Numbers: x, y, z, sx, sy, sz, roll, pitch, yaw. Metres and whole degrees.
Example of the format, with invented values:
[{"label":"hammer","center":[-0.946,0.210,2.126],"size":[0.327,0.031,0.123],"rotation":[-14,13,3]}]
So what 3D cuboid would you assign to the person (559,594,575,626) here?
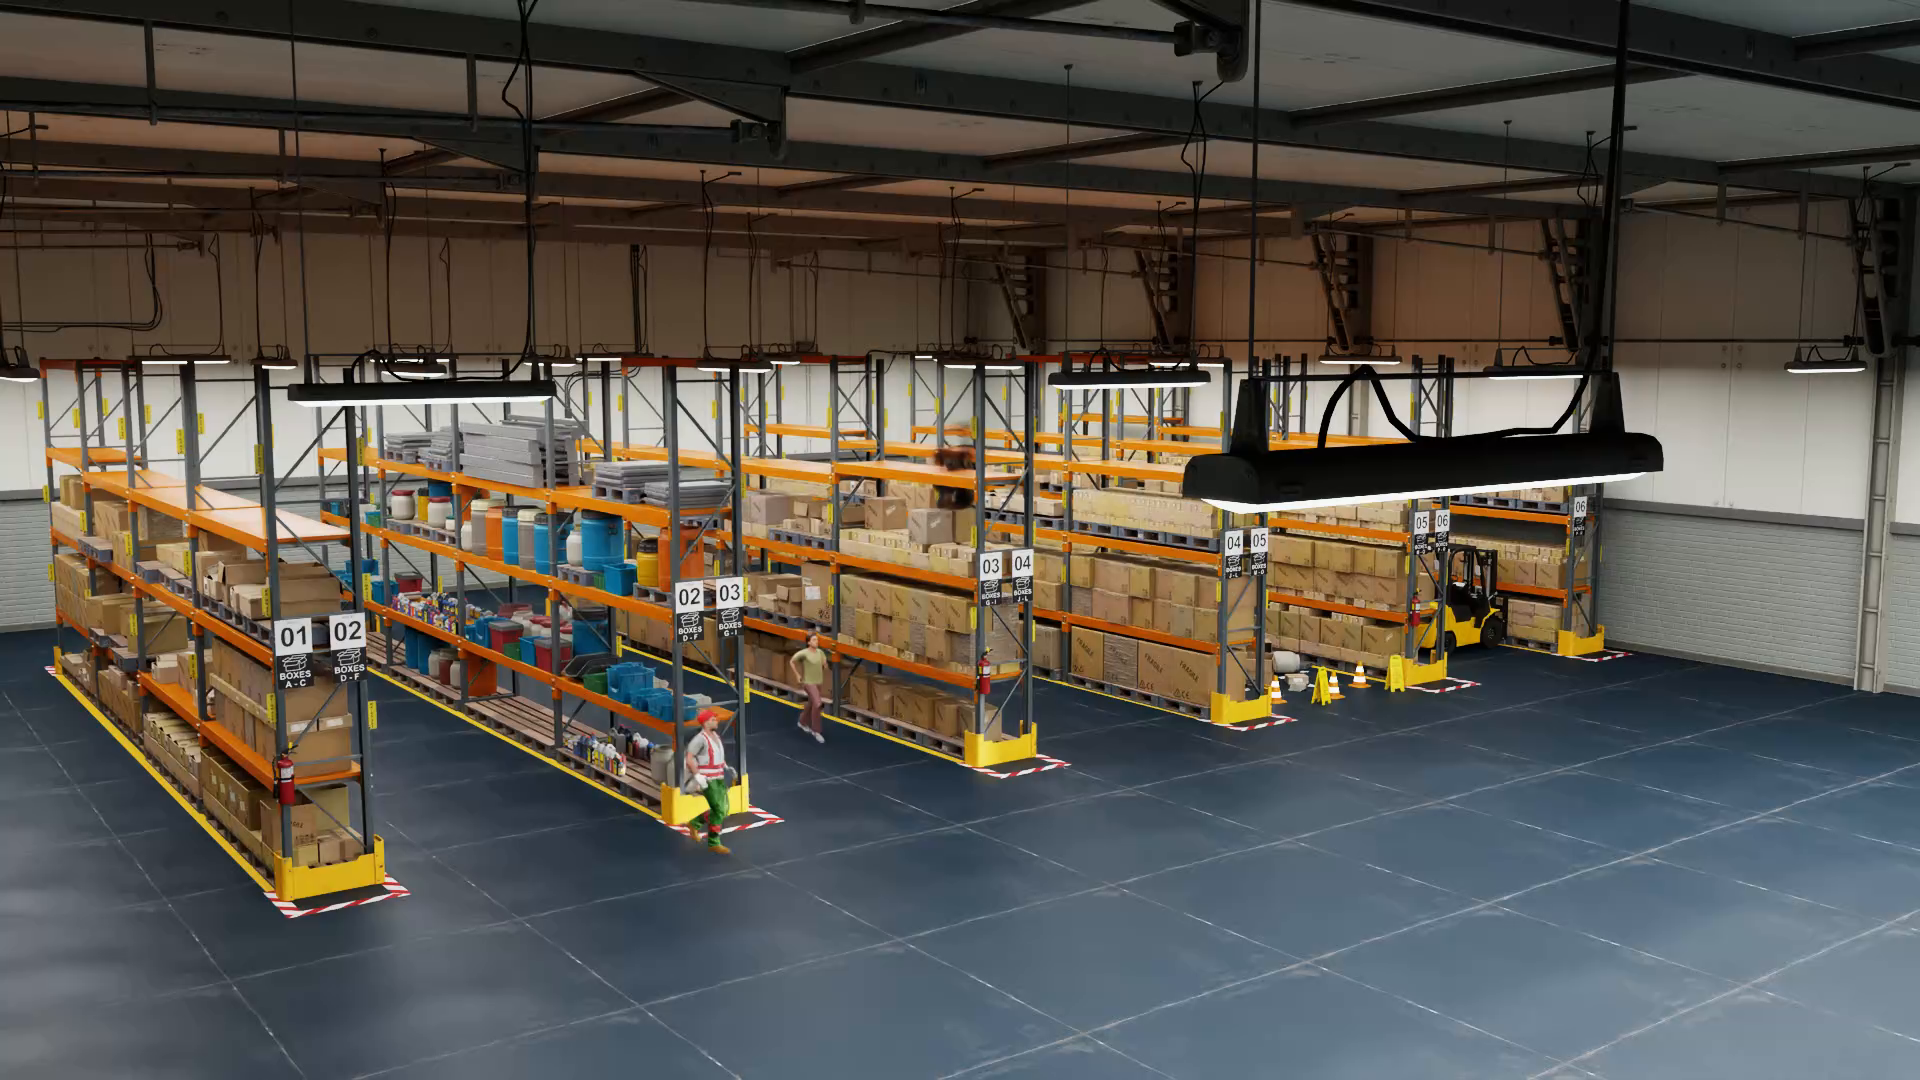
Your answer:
[{"label":"person","center":[-7.394,1.780,31.427],"size":[0.560,1.554,0.745],"rotation":[-5,8,-36]}]

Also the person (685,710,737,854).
[{"label":"person","center":[-3.113,2.996,20.741],"size":[0.639,1.745,0.718],"rotation":[2,7,20]}]

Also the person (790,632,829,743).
[{"label":"person","center":[-2.368,2.322,26.501],"size":[0.756,1.726,0.549],"rotation":[6,9,41]}]

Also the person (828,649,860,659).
[{"label":"person","center":[-2.329,1.496,33.074],"size":[0.892,1.678,0.620],"rotation":[6,9,43]}]
